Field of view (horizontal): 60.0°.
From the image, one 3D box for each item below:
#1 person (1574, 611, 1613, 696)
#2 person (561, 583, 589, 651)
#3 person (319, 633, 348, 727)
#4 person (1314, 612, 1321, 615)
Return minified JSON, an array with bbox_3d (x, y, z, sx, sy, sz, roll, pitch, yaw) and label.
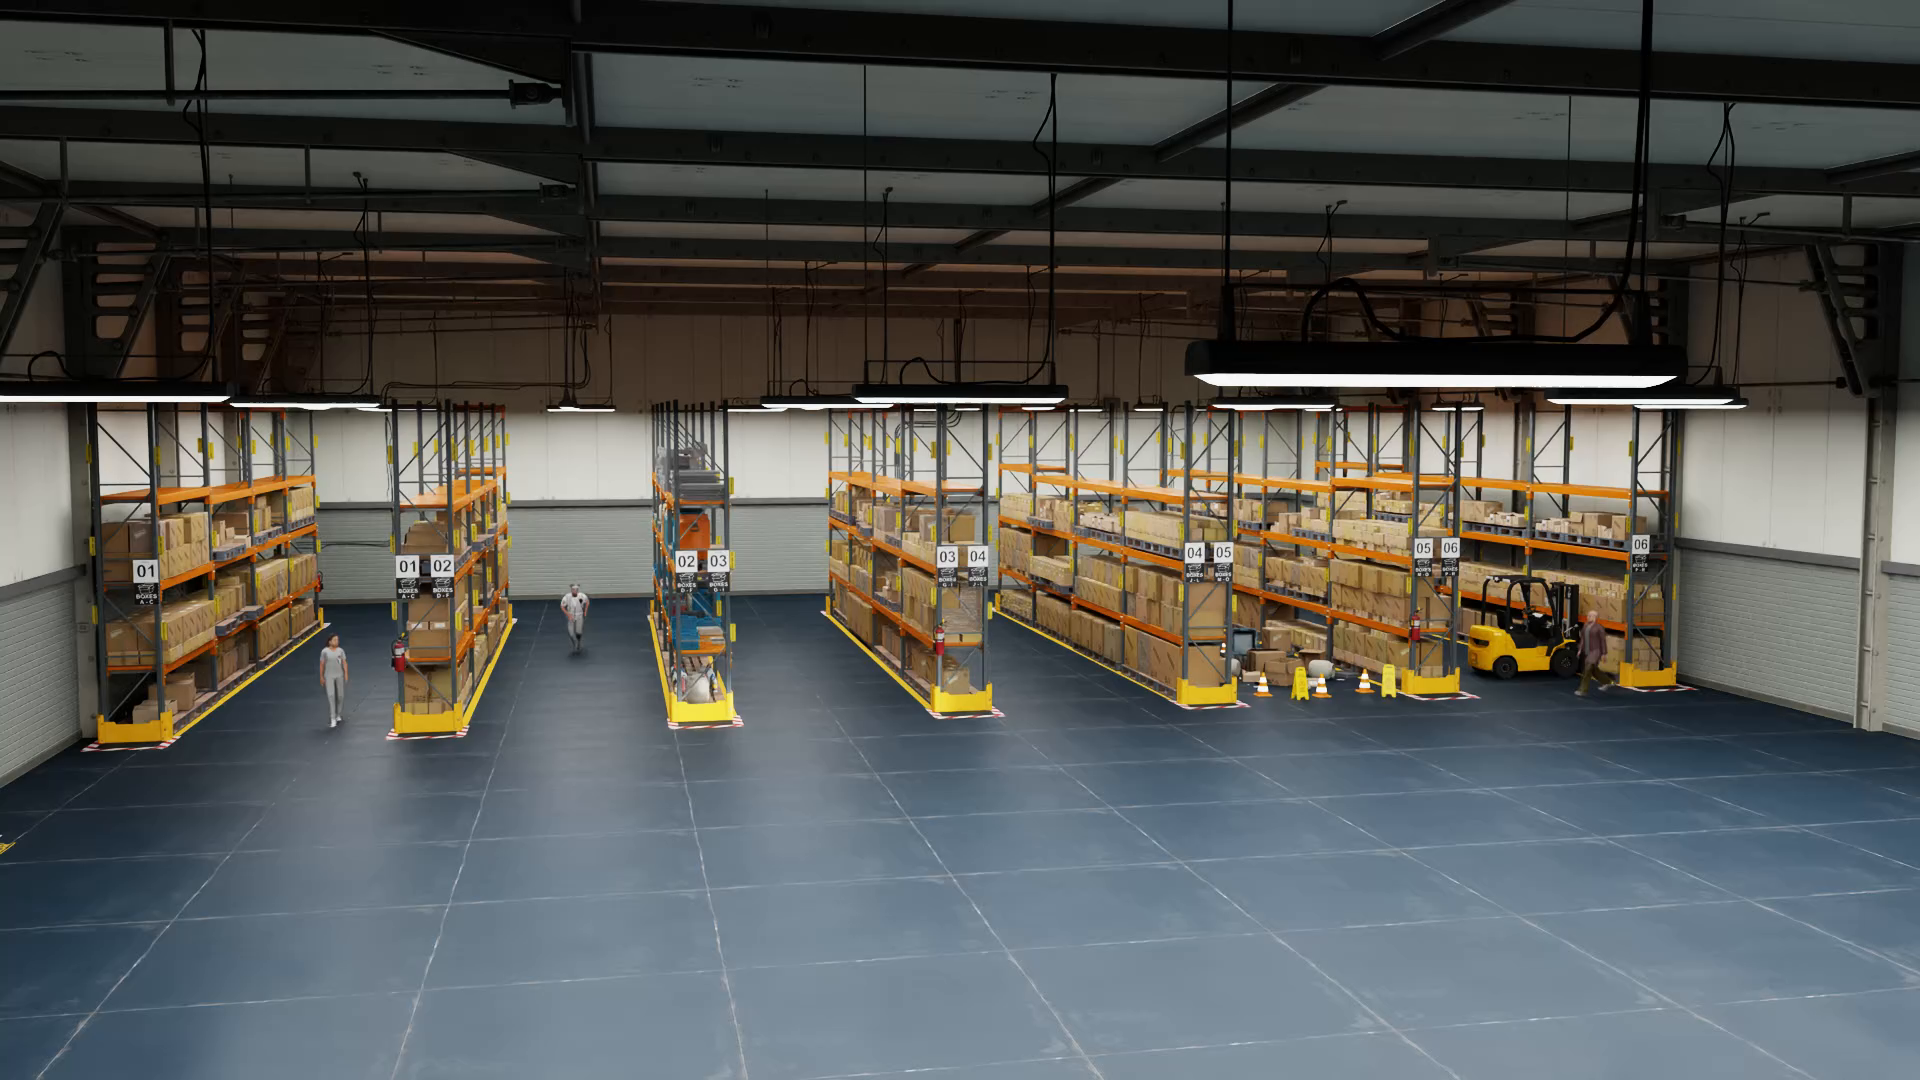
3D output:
[{"bbox_3d":[12.911,2.295,33.885,1.112,1.736,0.617,-2,5,-21],"label":"person"},{"bbox_3d":[-9.287,1.861,40.147,0.642,1.685,0.736,0,4,-4],"label":"person"},{"bbox_3d":[-11.573,2.581,30.839,0.472,1.661,0.744,-3,5,-34],"label":"person"},{"bbox_3d":[10.267,1.300,47.563,0.429,1.682,0.522,3,5,30],"label":"person"}]
